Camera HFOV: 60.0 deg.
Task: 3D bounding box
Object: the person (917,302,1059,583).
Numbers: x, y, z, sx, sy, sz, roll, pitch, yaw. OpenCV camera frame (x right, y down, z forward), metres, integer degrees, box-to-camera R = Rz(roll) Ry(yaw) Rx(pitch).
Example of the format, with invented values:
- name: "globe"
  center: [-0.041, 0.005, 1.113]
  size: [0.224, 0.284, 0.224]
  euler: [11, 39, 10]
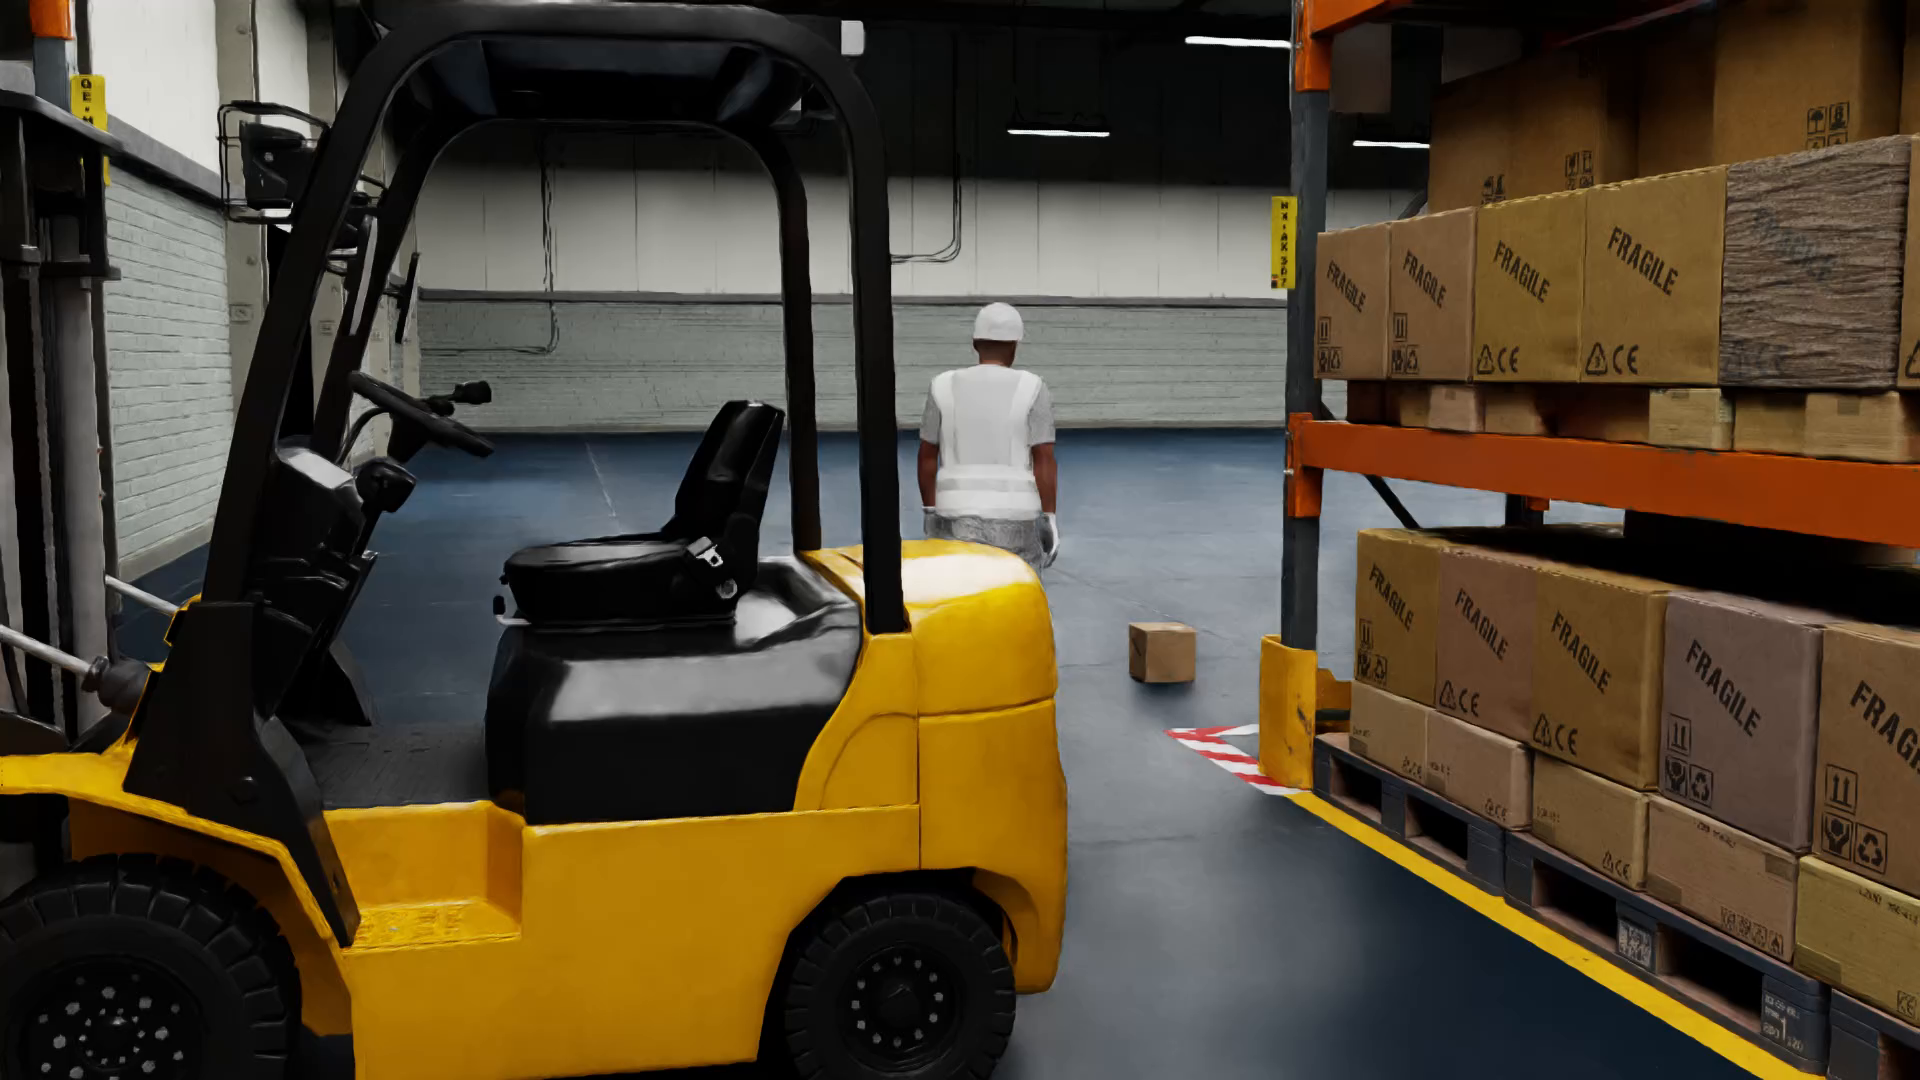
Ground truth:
- name: "person"
  center: [0.113, -0.087, 6.782]
  size: [0.596, 1.758, 0.936]
  euler: [1, 6, 8]
